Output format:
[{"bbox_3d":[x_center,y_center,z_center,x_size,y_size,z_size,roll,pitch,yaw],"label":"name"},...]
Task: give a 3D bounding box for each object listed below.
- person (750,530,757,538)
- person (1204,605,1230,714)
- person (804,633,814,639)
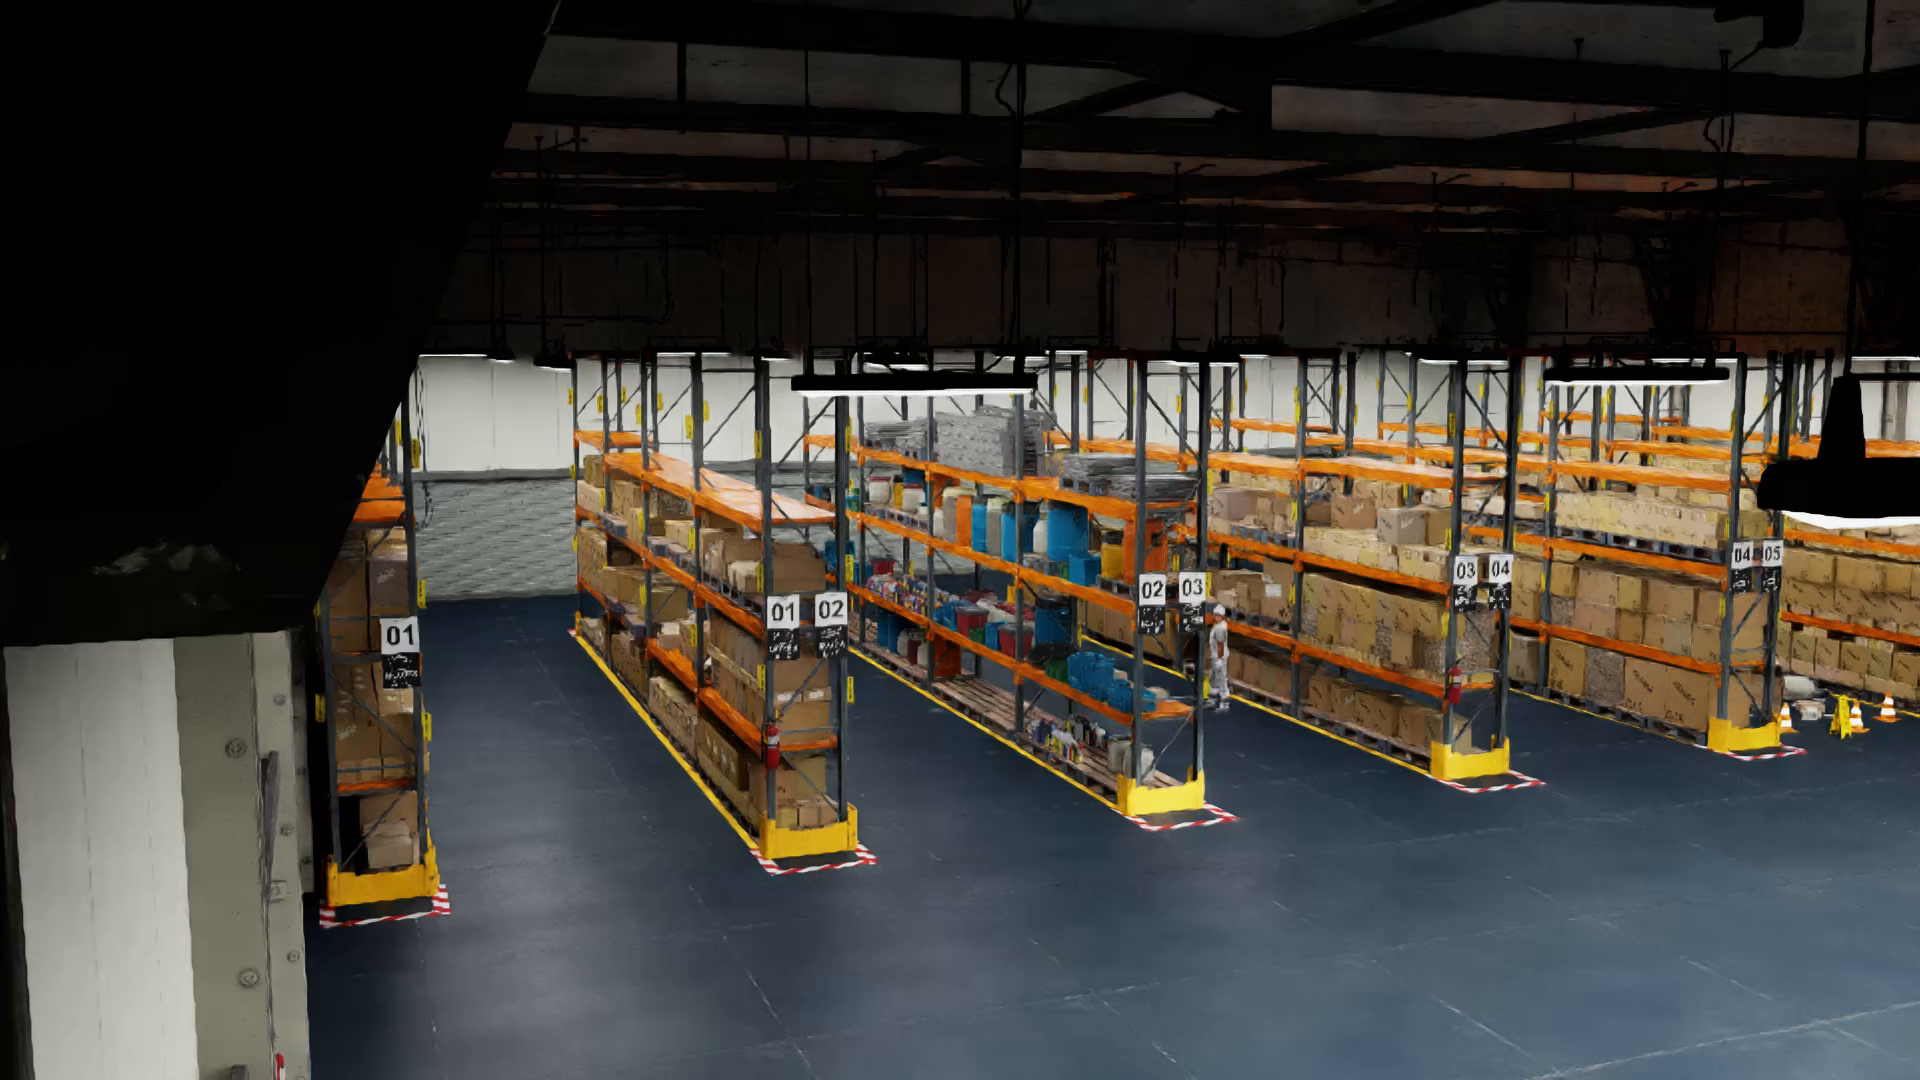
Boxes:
[{"bbox_3d":[-4.795,0.504,40.309,0.611,1.664,0.632,2,7,15],"label":"person"},{"bbox_3d":[4.273,1.977,27.811,0.490,1.787,0.608,1,7,8],"label":"person"},{"bbox_3d":[-2.928,1.389,32.924,0.577,1.687,1.115,-3,8,-22],"label":"person"}]
